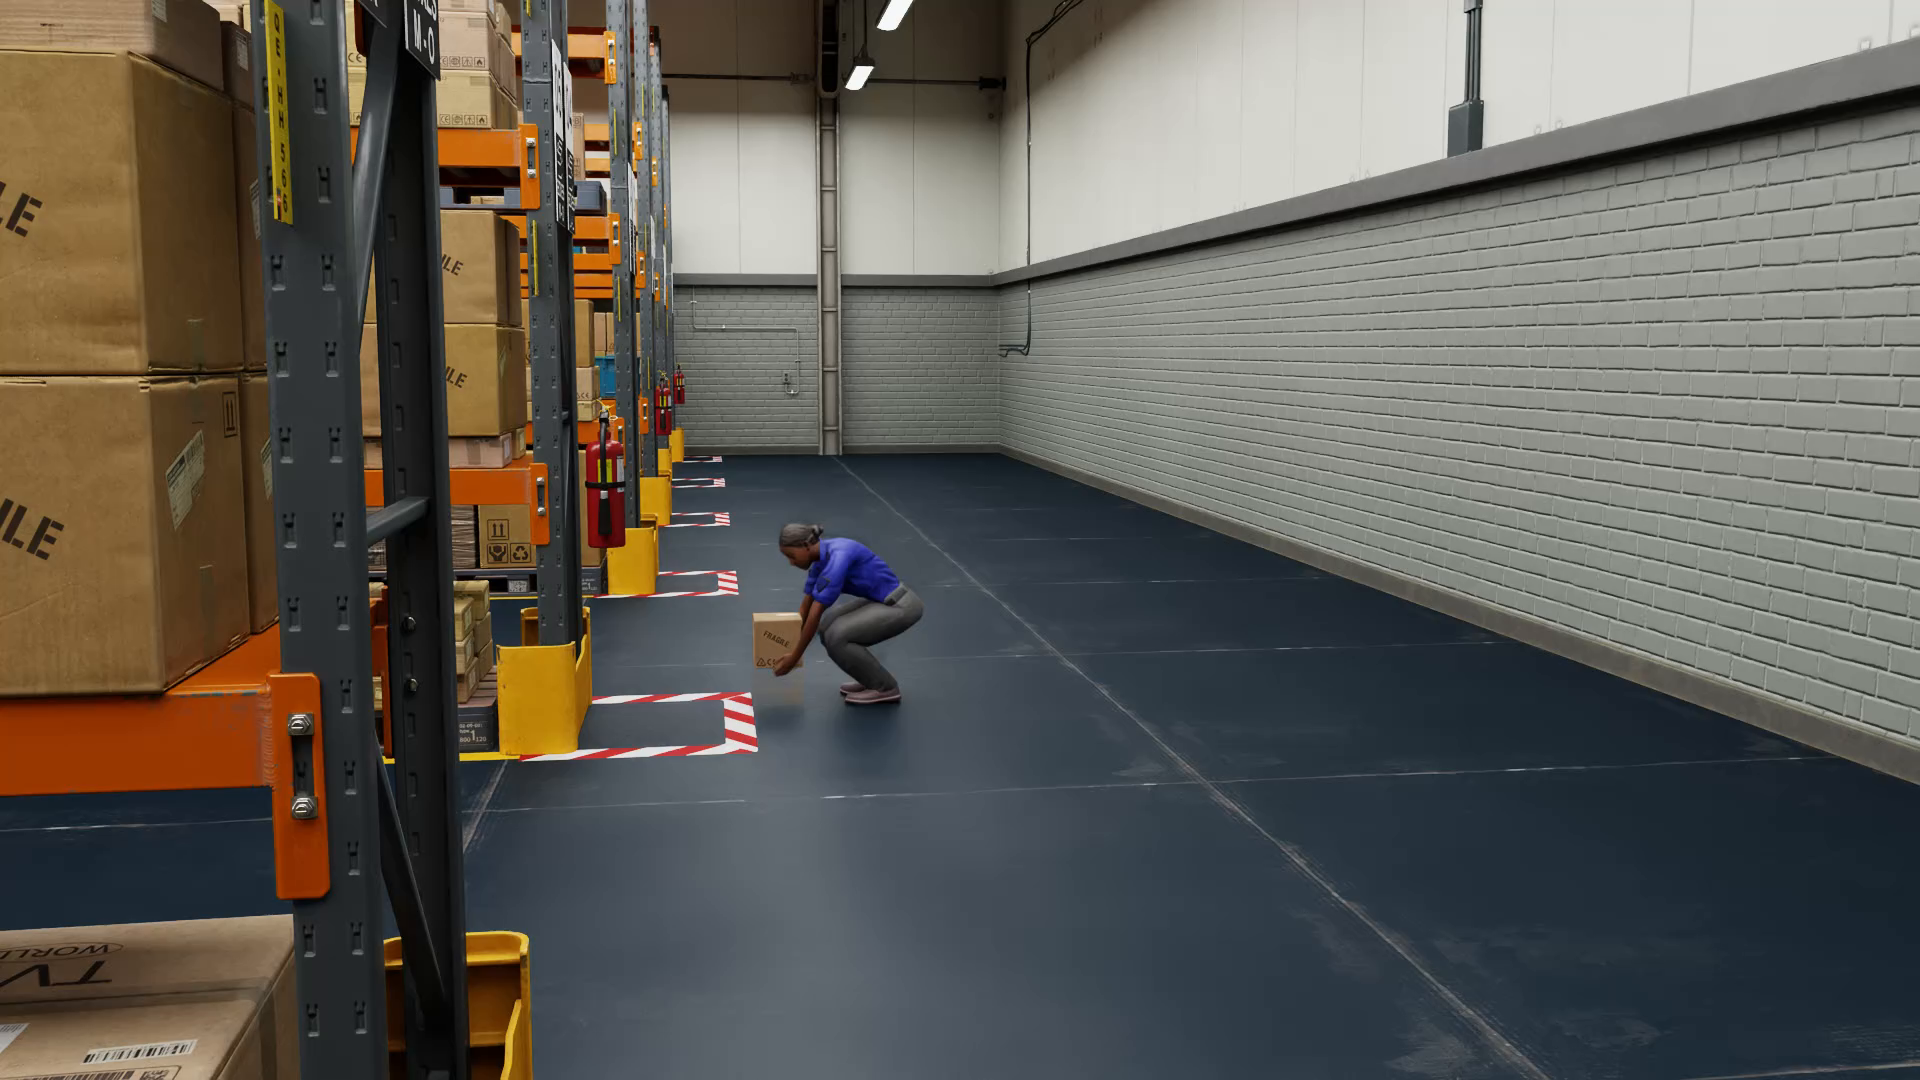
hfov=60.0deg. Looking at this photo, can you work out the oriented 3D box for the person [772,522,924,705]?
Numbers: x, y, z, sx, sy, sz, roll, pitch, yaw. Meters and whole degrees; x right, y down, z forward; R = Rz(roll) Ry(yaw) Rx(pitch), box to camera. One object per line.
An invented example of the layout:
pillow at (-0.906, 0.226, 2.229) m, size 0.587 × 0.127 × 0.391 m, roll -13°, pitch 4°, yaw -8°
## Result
person at (-0.592, 0.372, 8.725) m, size 0.809 × 0.958 × 0.485 m, roll -1°, pitch 7°, yaw -9°
